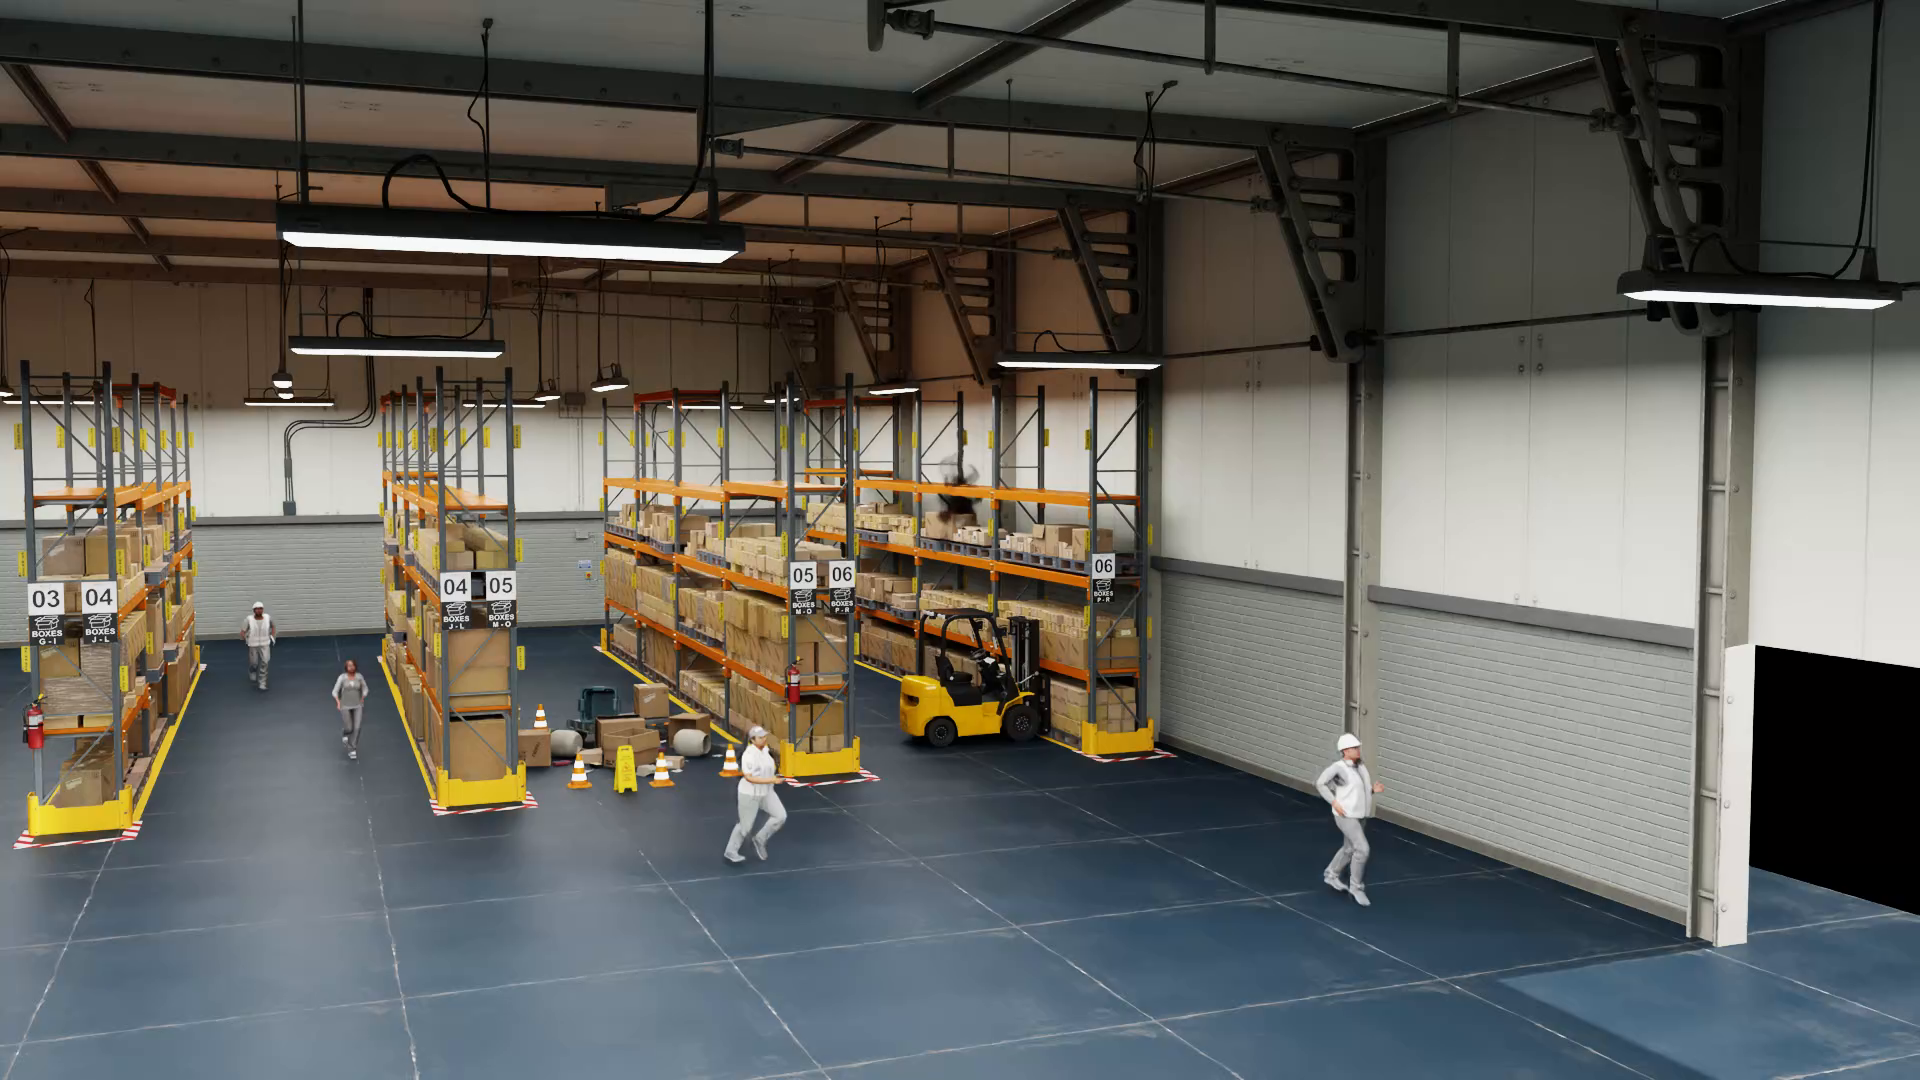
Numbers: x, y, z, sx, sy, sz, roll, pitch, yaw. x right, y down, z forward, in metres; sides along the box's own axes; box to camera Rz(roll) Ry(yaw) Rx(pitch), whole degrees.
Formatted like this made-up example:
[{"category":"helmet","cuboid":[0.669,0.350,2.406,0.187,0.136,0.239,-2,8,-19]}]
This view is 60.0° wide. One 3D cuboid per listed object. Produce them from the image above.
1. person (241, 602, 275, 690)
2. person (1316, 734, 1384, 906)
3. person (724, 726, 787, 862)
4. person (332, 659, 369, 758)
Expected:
[{"category":"person","cuboid":[-14.127,2.112,33.492,0.671,1.753,0.857,-2,4,-32]},{"category":"person","cuboid":[4.261,3.029,18.103,0.731,1.831,0.639,3,5,44]},{"category":"person","cuboid":[-2.381,2.986,19.613,0.809,1.618,0.617,2,4,31]},{"category":"person","cuboid":[-9.615,2.653,26.266,0.538,1.557,0.549,-2,4,-29]}]
